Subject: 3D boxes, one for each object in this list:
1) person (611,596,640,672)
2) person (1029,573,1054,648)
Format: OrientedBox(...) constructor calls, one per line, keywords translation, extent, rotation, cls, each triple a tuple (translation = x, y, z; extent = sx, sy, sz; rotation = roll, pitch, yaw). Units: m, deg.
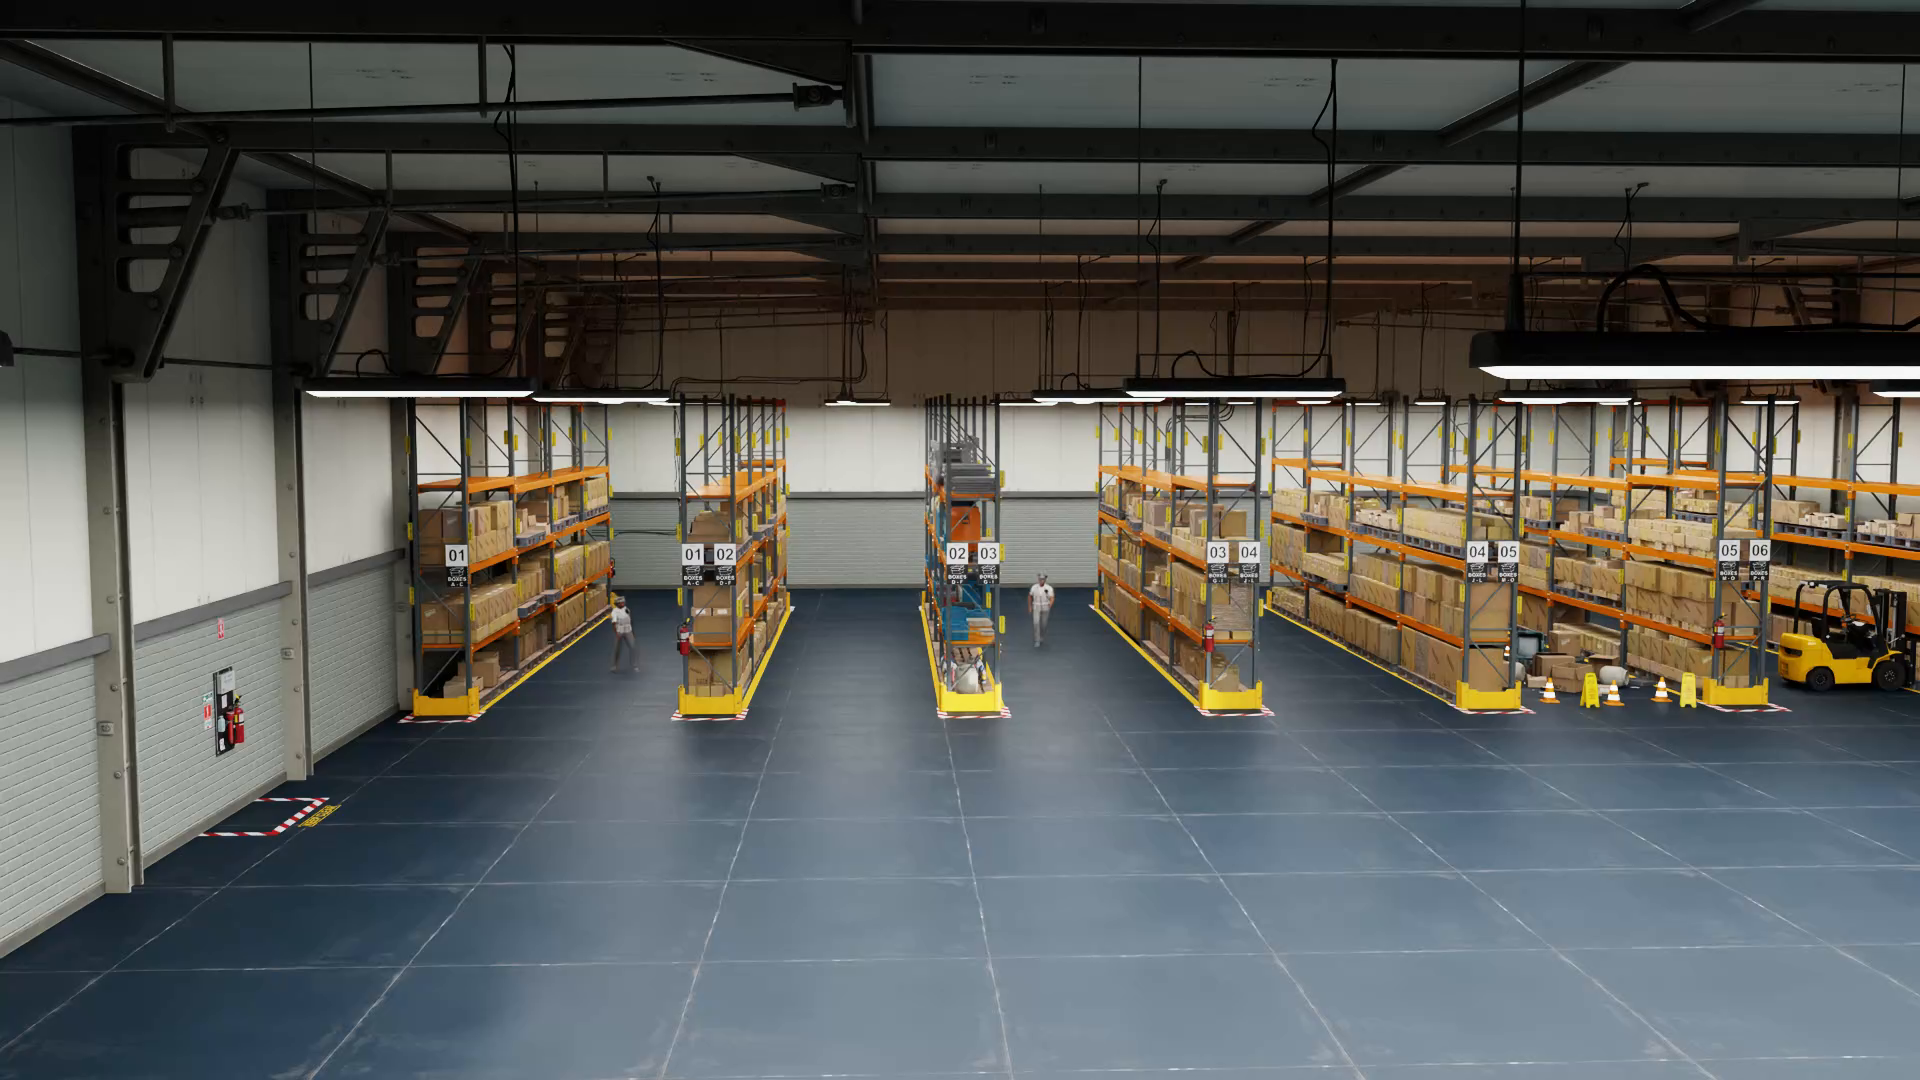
OrientedBox(translation=(-7.321, 2.054, 36.263), extent=(0.574, 1.708, 0.618), rotation=(-2, 5, -26), cls="person")
OrientedBox(translation=(1.981, 1.686, 40.339), extent=(0.603, 1.772, 0.967), rotation=(0, 5, -2), cls="person")
